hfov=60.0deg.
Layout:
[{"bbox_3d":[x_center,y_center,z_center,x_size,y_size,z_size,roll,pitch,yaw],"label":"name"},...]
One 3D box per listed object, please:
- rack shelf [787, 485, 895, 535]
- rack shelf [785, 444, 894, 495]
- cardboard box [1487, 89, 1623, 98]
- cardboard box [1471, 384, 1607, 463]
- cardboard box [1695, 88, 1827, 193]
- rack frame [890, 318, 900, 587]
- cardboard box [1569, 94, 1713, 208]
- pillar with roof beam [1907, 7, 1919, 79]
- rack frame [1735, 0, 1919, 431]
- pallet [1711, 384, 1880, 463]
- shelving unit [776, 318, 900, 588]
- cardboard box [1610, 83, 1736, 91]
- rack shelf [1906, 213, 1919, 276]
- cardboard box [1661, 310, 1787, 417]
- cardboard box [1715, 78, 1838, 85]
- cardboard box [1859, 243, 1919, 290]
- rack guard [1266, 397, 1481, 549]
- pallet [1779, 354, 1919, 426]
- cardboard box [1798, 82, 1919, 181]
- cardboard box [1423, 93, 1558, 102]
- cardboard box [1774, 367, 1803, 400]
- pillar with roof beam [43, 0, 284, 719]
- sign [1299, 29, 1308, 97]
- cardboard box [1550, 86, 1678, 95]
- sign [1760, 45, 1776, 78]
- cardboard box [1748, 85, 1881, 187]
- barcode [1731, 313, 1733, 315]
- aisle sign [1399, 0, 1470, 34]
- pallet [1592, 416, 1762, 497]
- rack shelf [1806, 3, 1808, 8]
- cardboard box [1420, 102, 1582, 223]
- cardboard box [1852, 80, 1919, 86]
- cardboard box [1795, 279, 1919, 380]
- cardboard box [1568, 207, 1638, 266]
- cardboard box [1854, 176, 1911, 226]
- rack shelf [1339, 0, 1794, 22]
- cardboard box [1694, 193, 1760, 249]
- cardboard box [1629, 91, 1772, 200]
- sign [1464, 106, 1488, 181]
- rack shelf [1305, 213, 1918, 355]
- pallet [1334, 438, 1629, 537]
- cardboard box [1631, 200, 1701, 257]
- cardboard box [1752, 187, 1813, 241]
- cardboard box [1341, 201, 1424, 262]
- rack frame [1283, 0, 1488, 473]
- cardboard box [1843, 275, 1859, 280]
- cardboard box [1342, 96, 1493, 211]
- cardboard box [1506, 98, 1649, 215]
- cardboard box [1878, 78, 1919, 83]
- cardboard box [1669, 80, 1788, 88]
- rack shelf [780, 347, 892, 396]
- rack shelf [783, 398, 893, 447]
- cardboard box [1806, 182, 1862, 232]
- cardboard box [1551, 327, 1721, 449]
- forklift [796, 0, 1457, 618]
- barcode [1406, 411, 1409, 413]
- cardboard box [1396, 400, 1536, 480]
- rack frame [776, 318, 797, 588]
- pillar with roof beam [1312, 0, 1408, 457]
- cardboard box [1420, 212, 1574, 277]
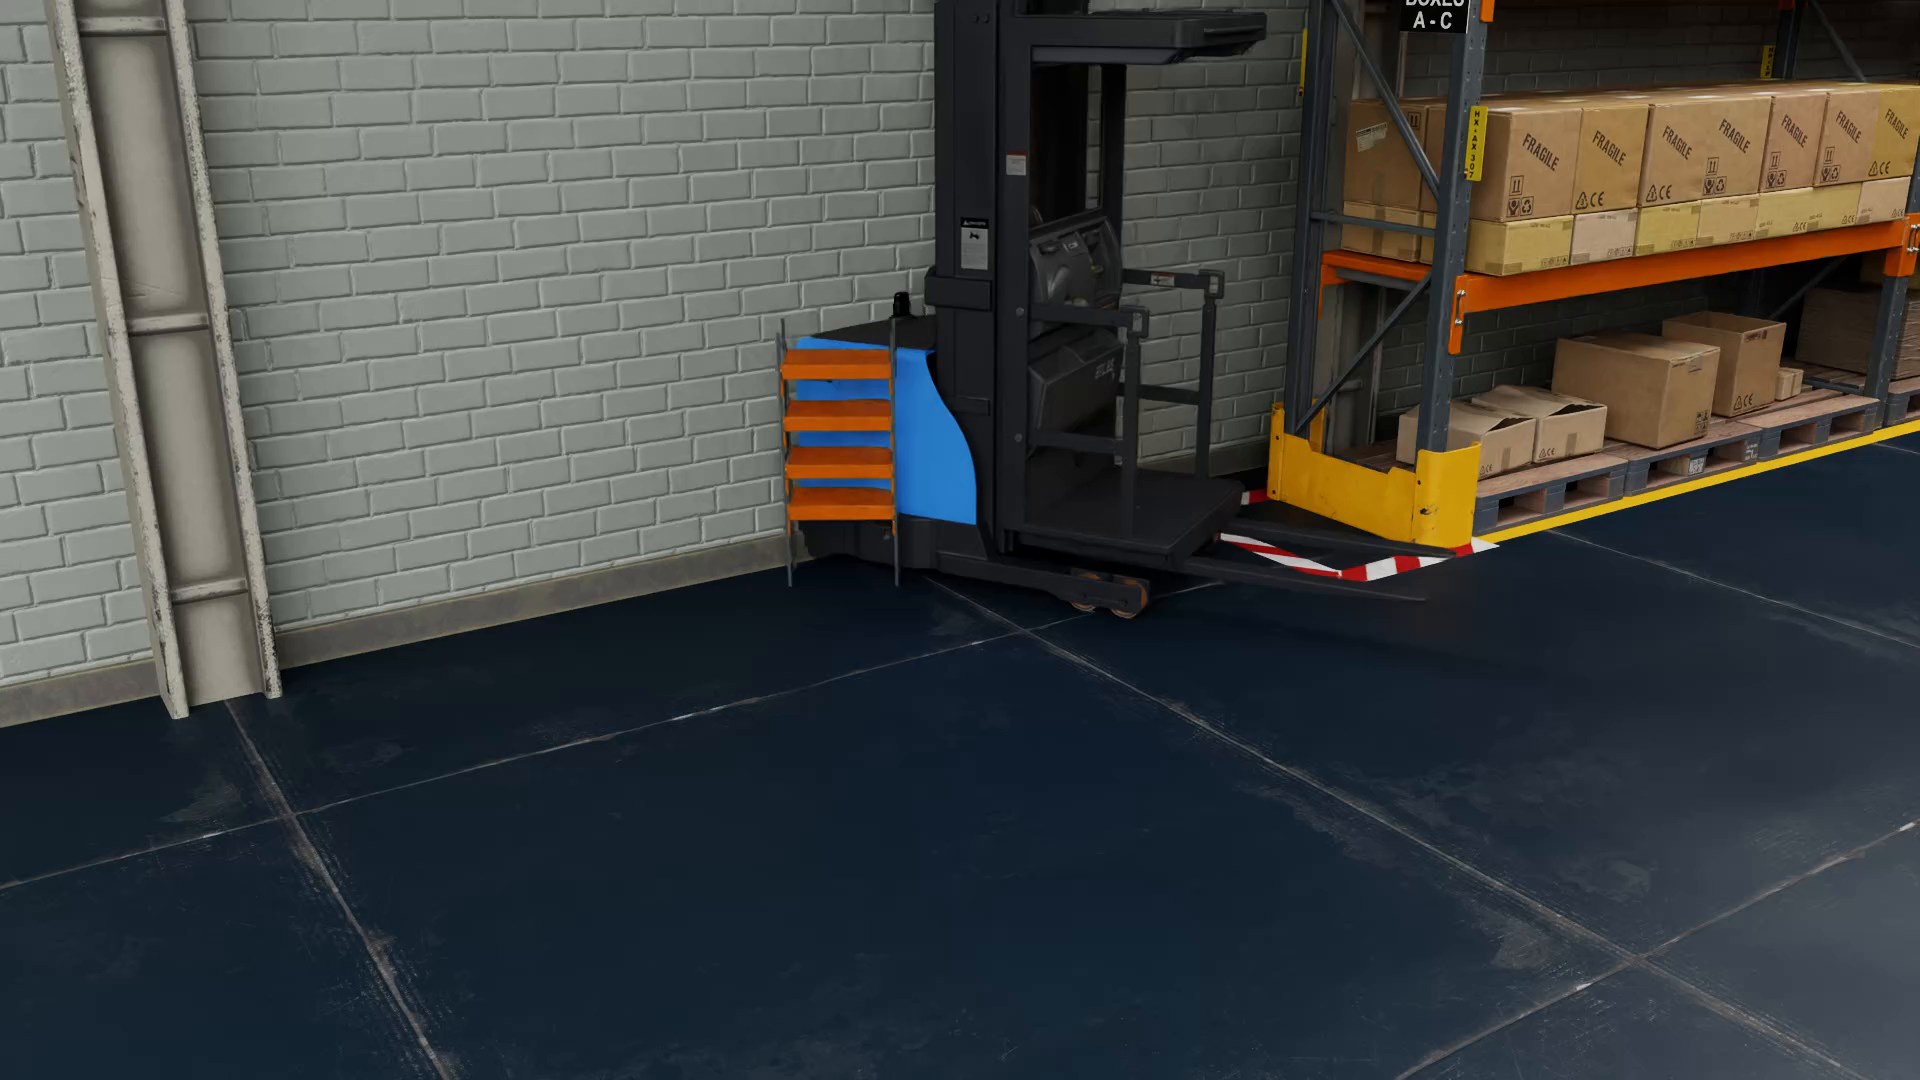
[{"bbox_3d":[-0.533,-0.138,7.575,0.480,0.148,0.258,0,23,0],"label":"rack shelf"},{"bbox_3d":[-0.534,-0.320,7.496,0.480,0.148,0.258,0,23,0],"label":"rack shelf"},{"bbox_3d":[3.158,-2.136,8.913,0.500,0.500,0.500,-13,22,-33],"label":"cardboard box"},{"bbox_3d":[3.129,-0.657,9.017,0.500,0.311,0.500,-10,21,-27],"label":"cardboard box"},{"bbox_3d":[4.302,-2.182,9.046,0.500,0.500,0.500,-13,22,-33],"label":"cardboard box"},{"bbox_3d":[-0.290,-0.383,7.469,0.015,1.200,0.240,0,23,0],"label":"rack frame"},{"bbox_3d":[3.443,-1.996,8.496,0.500,0.500,0.500,-13,22,-33],"label":"cardboard box"},{"bbox_3d":[9.513,-4.627,7.879,0.400,9.000,9.100,-12,22,-31],"label":"pillar with roof beam"},{"bbox_3d":[5.367,-2.229,10.155,0.127,3.000,1.000,-12,22,-31],"label":"rack frame"},{"bbox_3d":[4.825,-0.780,10.224,1.213,0.211,1.003,-12,22,-31],"label":"pallet"},{"bbox_3d":[-0.534,-0.382,7.470,0.503,1.200,0.258,0,23,0],"label":"shelving unit"},{"bbox_3d":[4.006,-2.319,9.454,0.500,0.500,0.500,-11,22,-30],"label":"cardboard box"},{"bbox_3d":[7.037,-2.241,11.312,4.000,0.370,1.077,-12,22,-31],"label":"rack shelf"},{"bbox_3d":[4.522,-1.060,9.912,0.500,0.500,0.500,-14,23,-35],"label":"cardboard box"},{"bbox_3d":[4.859,-2.496,9.976,0.500,0.500,0.500,-13,22,-33],"label":"cardboard box"},{"bbox_3d":[6.338,-1.821,10.994,0.500,0.250,0.500,-12,22,-33],"label":"cardboard box"},{"bbox_3d":[2.089,-0.354,8.511,0.348,0.500,1.175,-12,22,-31],"label":"rack guard"},{"bbox_3d":[6.016,-1.046,11.008,1.213,0.211,1.003,-12,22,-31],"label":"pallet"},{"bbox_3d":[5.142,-2.357,9.565,0.500,0.500,0.500,-12,22,-32],"label":"cardboard box"},{"bbox_3d":[2.728,-2.044,8.640,0.500,0.500,0.500,-12,22,-31],"label":"cardboard box"},{"bbox_3d":[4.936,-0.993,10.236,0.250,0.166,0.380,-16,24,-38],"label":"cardboard box"},{"bbox_3d":[-0.509,-2.513,1.627,0.400,9.000,9.100,-12,22,-31],"label":"pillar with roof beam"},{"bbox_3d":[1.737,-2.375,8.284,0.005,0.325,0.100,-12,22,-31],"label":"sign"},{"bbox_3d":[3.578,-2.225,9.175,0.500,0.500,0.500,-12,22,-31],"label":"cardboard box"},{"bbox_3d":[5.058,-2.925,10.407,0.005,0.325,0.100,-12,22,-31],"label":"sign"},{"bbox_3d":[4.728,-2.267,9.300,0.500,0.500,0.500,-12,22,-32],"label":"cardboard box"},{"bbox_3d":[4.784,-1.374,10.342,0.075,0.075,0.001,-12,22,-31],"label":"barcode"},{"bbox_3d":[2.131,-2.663,7.380,0.004,0.787,0.394,-12,22,-31],"label":"aisle sign"},{"bbox_3d":[3.805,-0.564,9.584,1.213,0.211,1.003,-12,22,-31],"label":"pallet"},{"bbox_3d":[7.037,-3.662,10.832,4.000,0.370,1.077,-12,22,-31],"label":"rack shelf"},{"bbox_3d":[2.590,-1.822,7.983,0.500,0.500,0.500,-12,22,-31],"label":"cardboard box"},{"bbox_3d":[5.810,-2.565,10.307,0.500,0.500,0.700,-12,22,-31],"label":"cardboard box"},{"bbox_3d":[5.972,-1.388,10.881,0.500,0.500,0.700,-11,22,-30],"label":"cardboard box"},{"bbox_3d":[3.034,-1.559,8.377,0.500,0.250,0.500,-13,22,-33],"label":"cardboard box"},{"bbox_3d":[5.138,-2.003,9.689,0.500,0.250,0.500,-12,22,-31],"label":"cardboard box"},{"bbox_3d":[3.696,-2.957,8.748,4.000,0.370,1.077,-12,22,-31],"label":"rack shelf"},{"bbox_3d":[3.886,-1.736,8.899,0.500,0.250,0.500,-12,22,-31],"label":"cardboard box"},{"bbox_3d":[3.868,-2.090,8.775,0.500,0.500,0.500,-11,22,-30],"label":"cardboard box"},{"bbox_3d":[2.324,-1.790,7.503,0.005,0.325,0.100,-12,22,-31],"label":"sign"},{"bbox_3d":[3.696,-1.536,9.228,4.000,0.370,1.077,-12,22,-31],"label":"rack shelf"},{"bbox_3d":[2.787,-0.351,8.952,1.213,0.211,1.003,-12,22,-31],"label":"pallet"},{"bbox_3d":[3.463,-1.647,8.637,0.500,0.250,0.500,-12,22,-32],"label":"cardboard box"},{"bbox_3d":[4.305,-1.825,9.162,0.500,0.250,0.500,-12,22,-32],"label":"cardboard box"},{"bbox_3d":[2.310,-1.597,8.489,0.500,0.250,0.500,-12,22,-31],"label":"cardboard box"},{"bbox_3d":[2.026,-1.525,8.071,0.127,3.000,1.000,-12,22,-31],"label":"rack frame"},{"bbox_3d":[6.376,-1.492,11.190,0.500,0.500,0.700,-12,22,-32],"label":"cardboard box"},{"bbox_3d":[2.303,-1.958,8.385,0.500,0.500,0.500,-12,22,-32],"label":"cardboard box"},{"bbox_3d":[3.008,-1.906,8.232,0.500,0.500,0.500,-12,22,-31],"label":"cardboard box"},{"bbox_3d":[6.281,-2.662,10.592,0.500,0.500,0.700,-9,21,-26],"label":"cardboard box"},{"bbox_3d":[4.425,-2.406,9.709,0.500,0.500,0.500,-12,22,-32],"label":"cardboard box"},{"bbox_3d":[-0.536,-0.743,7.314,0.480,0.148,0.258,0,23,0],"label":"rack shelf"},{"bbox_3d":[-0.535,-0.526,7.408,0.480,0.148,0.258,0,23,0],"label":"rack shelf"},{"bbox_3d":[4.717,-1.918,9.436,0.500,0.250,0.500,-12,22,-31],"label":"cardboard box"},{"bbox_3d":[3.770,-0.863,9.330,0.500,0.500,0.700,-14,23,-35],"label":"cardboard box"},{"bbox_3d":[0.704,-1.242,7.342,3.031,2.935,1.130,9,21,25],"label":"forklift"},{"bbox_3d":[2.448,-0.672,9.045,0.075,0.075,0.001,-12,22,-31],"label":"barcode"},{"bbox_3d":[2.653,-0.557,8.720,0.500,0.311,0.500,-15,24,-37],"label":"cardboard box"},{"bbox_3d":[-0.778,-0.381,7.470,0.015,1.200,0.240,0,23,0],"label":"rack frame"},{"bbox_3d":[4.502,-3.570,4.753,0.400,9.000,9.100,-12,22,-31],"label":"pillar with roof beam"},{"bbox_3d":[2.608,-1.464,8.095,0.500,0.250,0.500,-13,22,-33],"label":"cardboard box"}]
